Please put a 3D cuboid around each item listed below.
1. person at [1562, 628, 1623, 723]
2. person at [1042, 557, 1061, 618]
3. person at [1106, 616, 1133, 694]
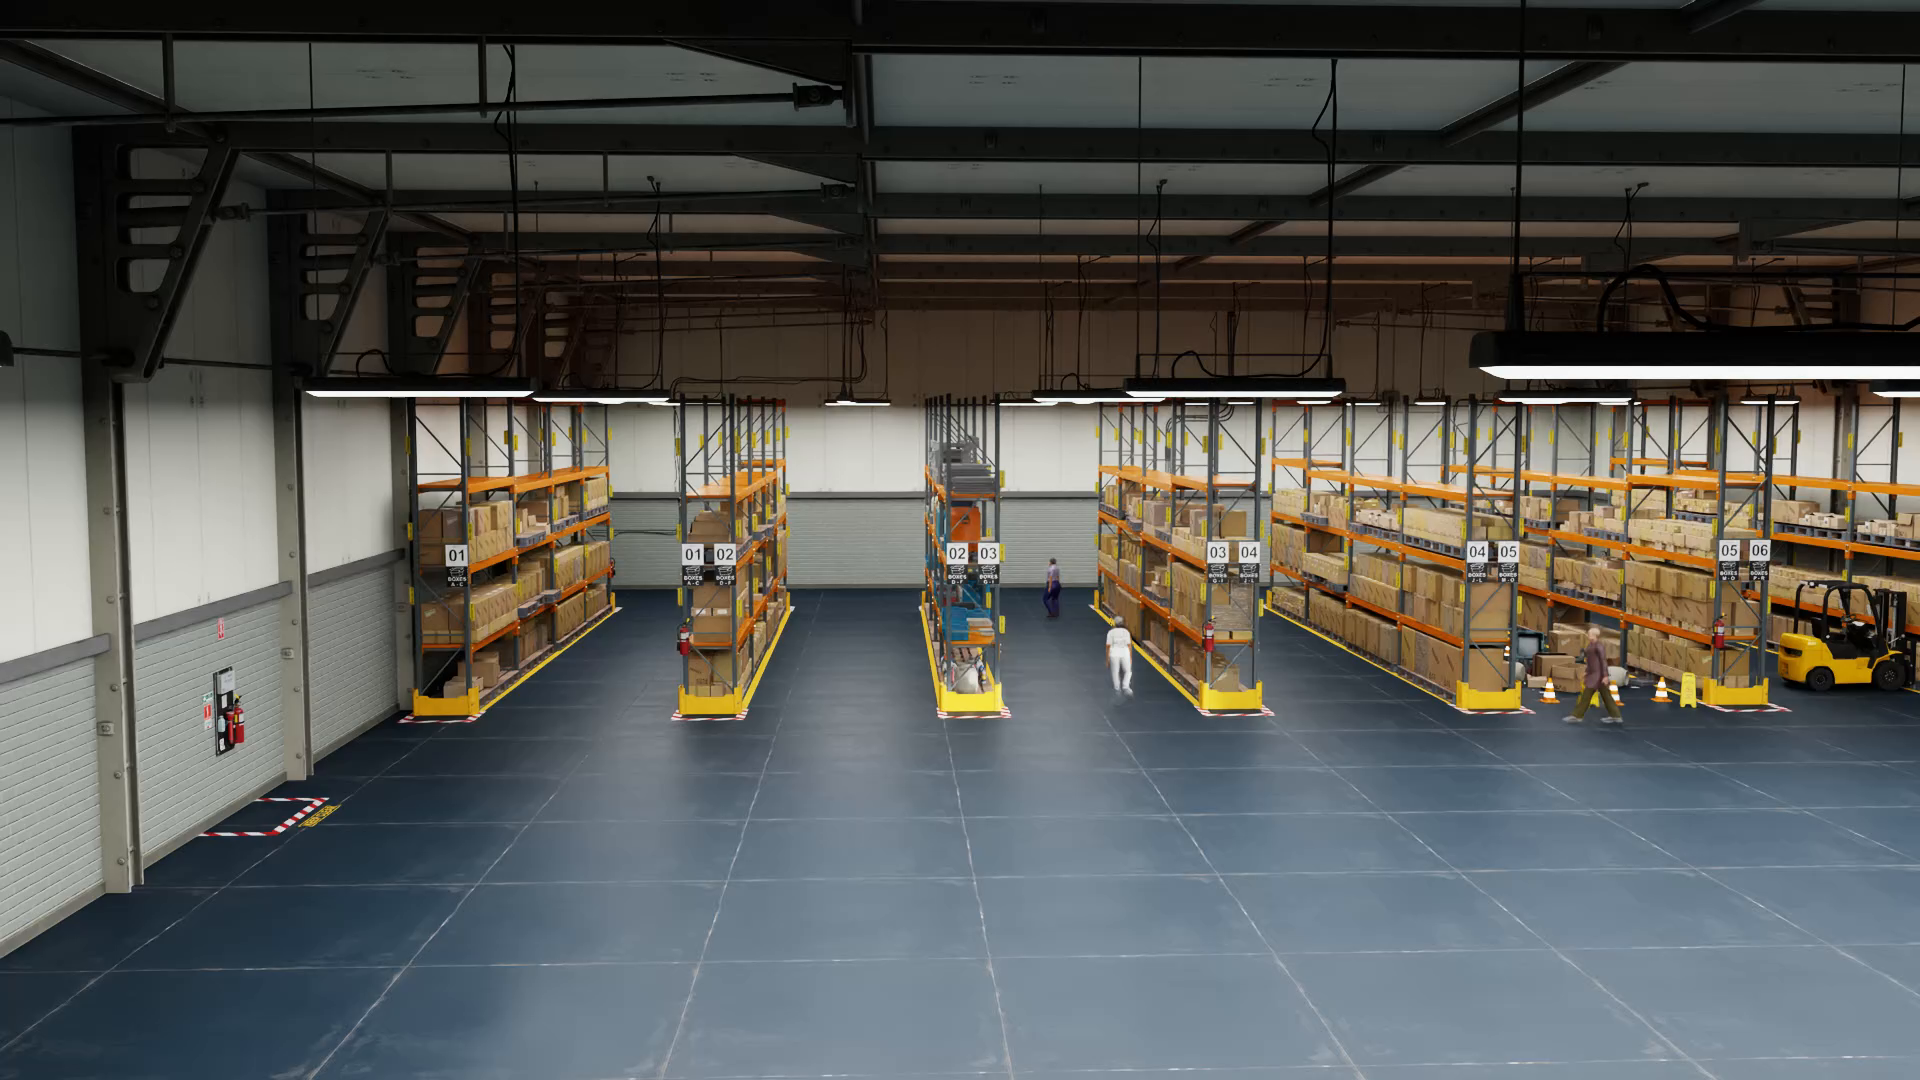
[{"bbox_3d":[11.497,2.449,30.193,1.060,1.718,0.603,1,5,16],"label":"person"},{"bbox_3d":[2.529,1.313,45.604,0.388,1.671,0.538,3,6,36],"label":"person"},{"bbox_3d":[3.094,2.227,32.255,0.533,1.503,0.532,0,5,6],"label":"person"}]
